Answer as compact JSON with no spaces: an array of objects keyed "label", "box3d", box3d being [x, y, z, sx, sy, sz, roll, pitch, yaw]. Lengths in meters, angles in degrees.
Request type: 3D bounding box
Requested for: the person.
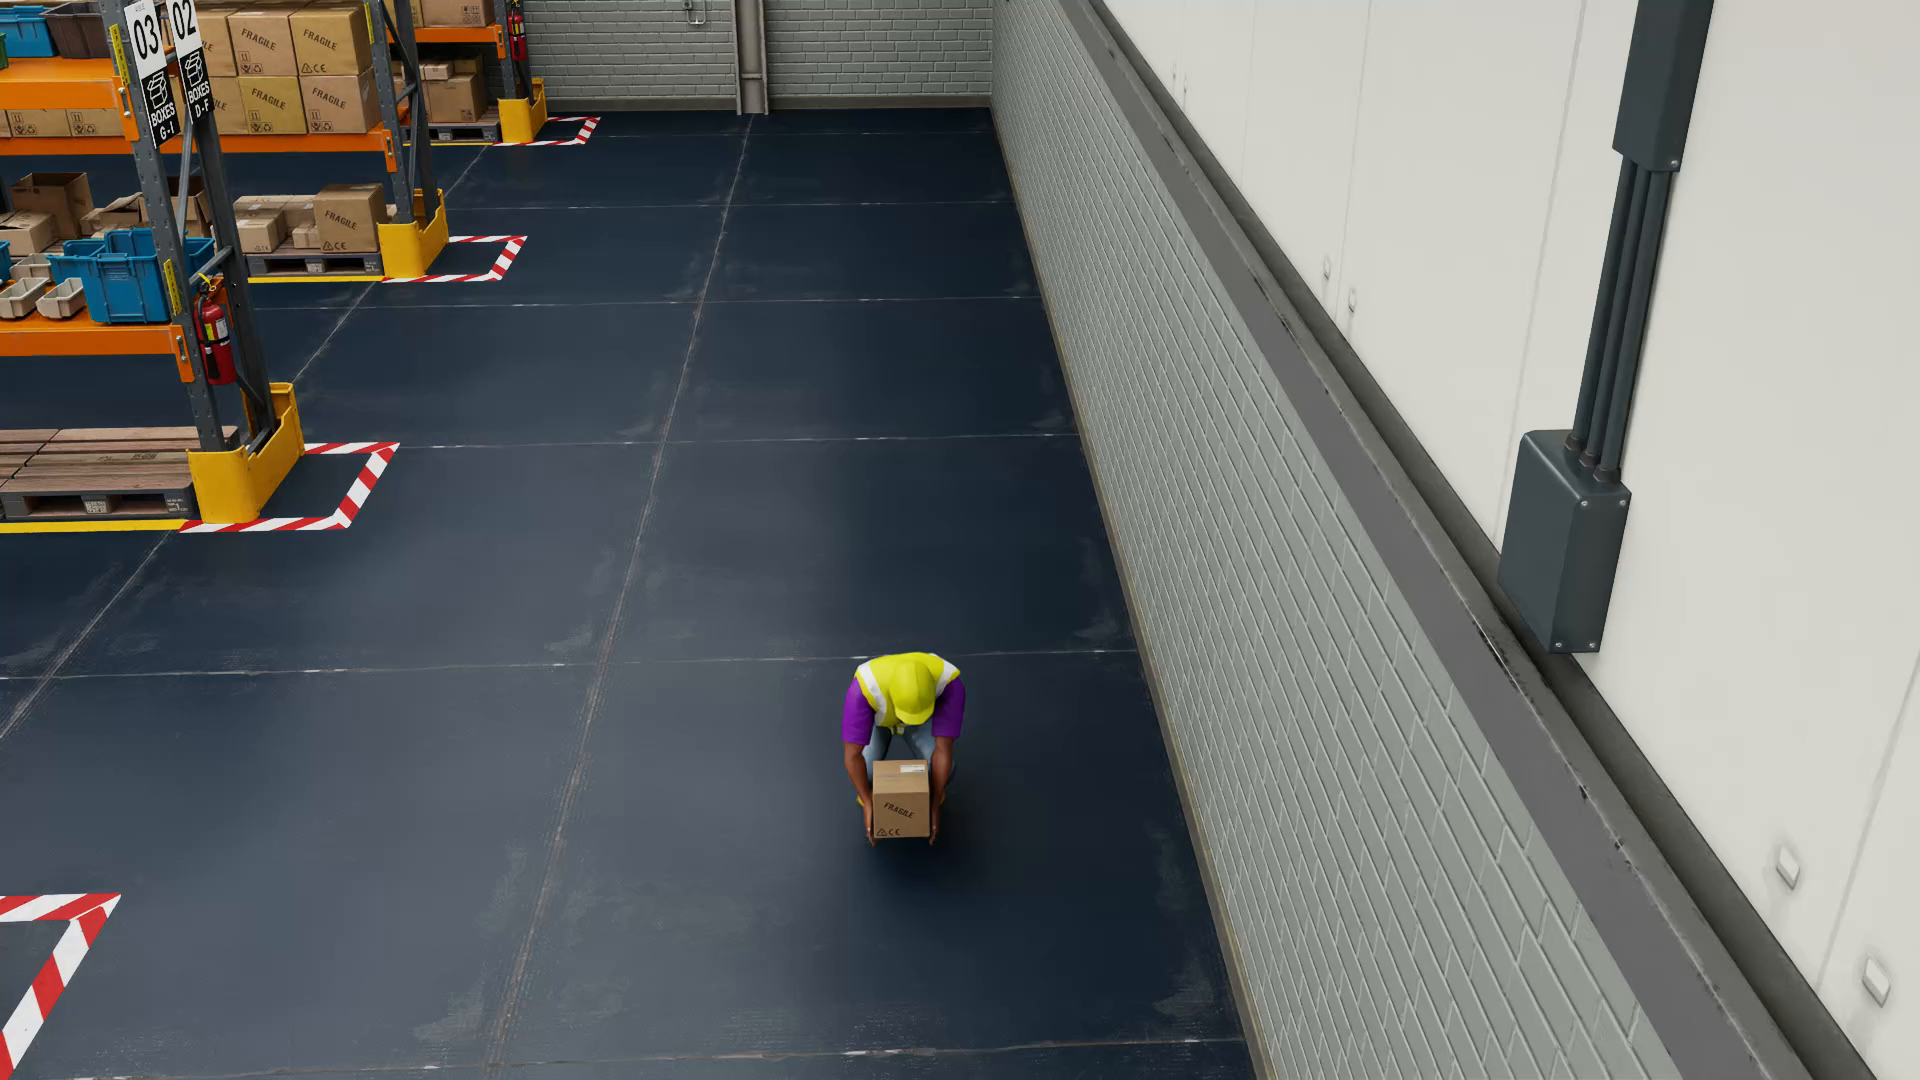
[{"label":"person","box3d":[-0.263,0.870,7.760,0.572,1.000,0.897,-2,27,-3]}]
